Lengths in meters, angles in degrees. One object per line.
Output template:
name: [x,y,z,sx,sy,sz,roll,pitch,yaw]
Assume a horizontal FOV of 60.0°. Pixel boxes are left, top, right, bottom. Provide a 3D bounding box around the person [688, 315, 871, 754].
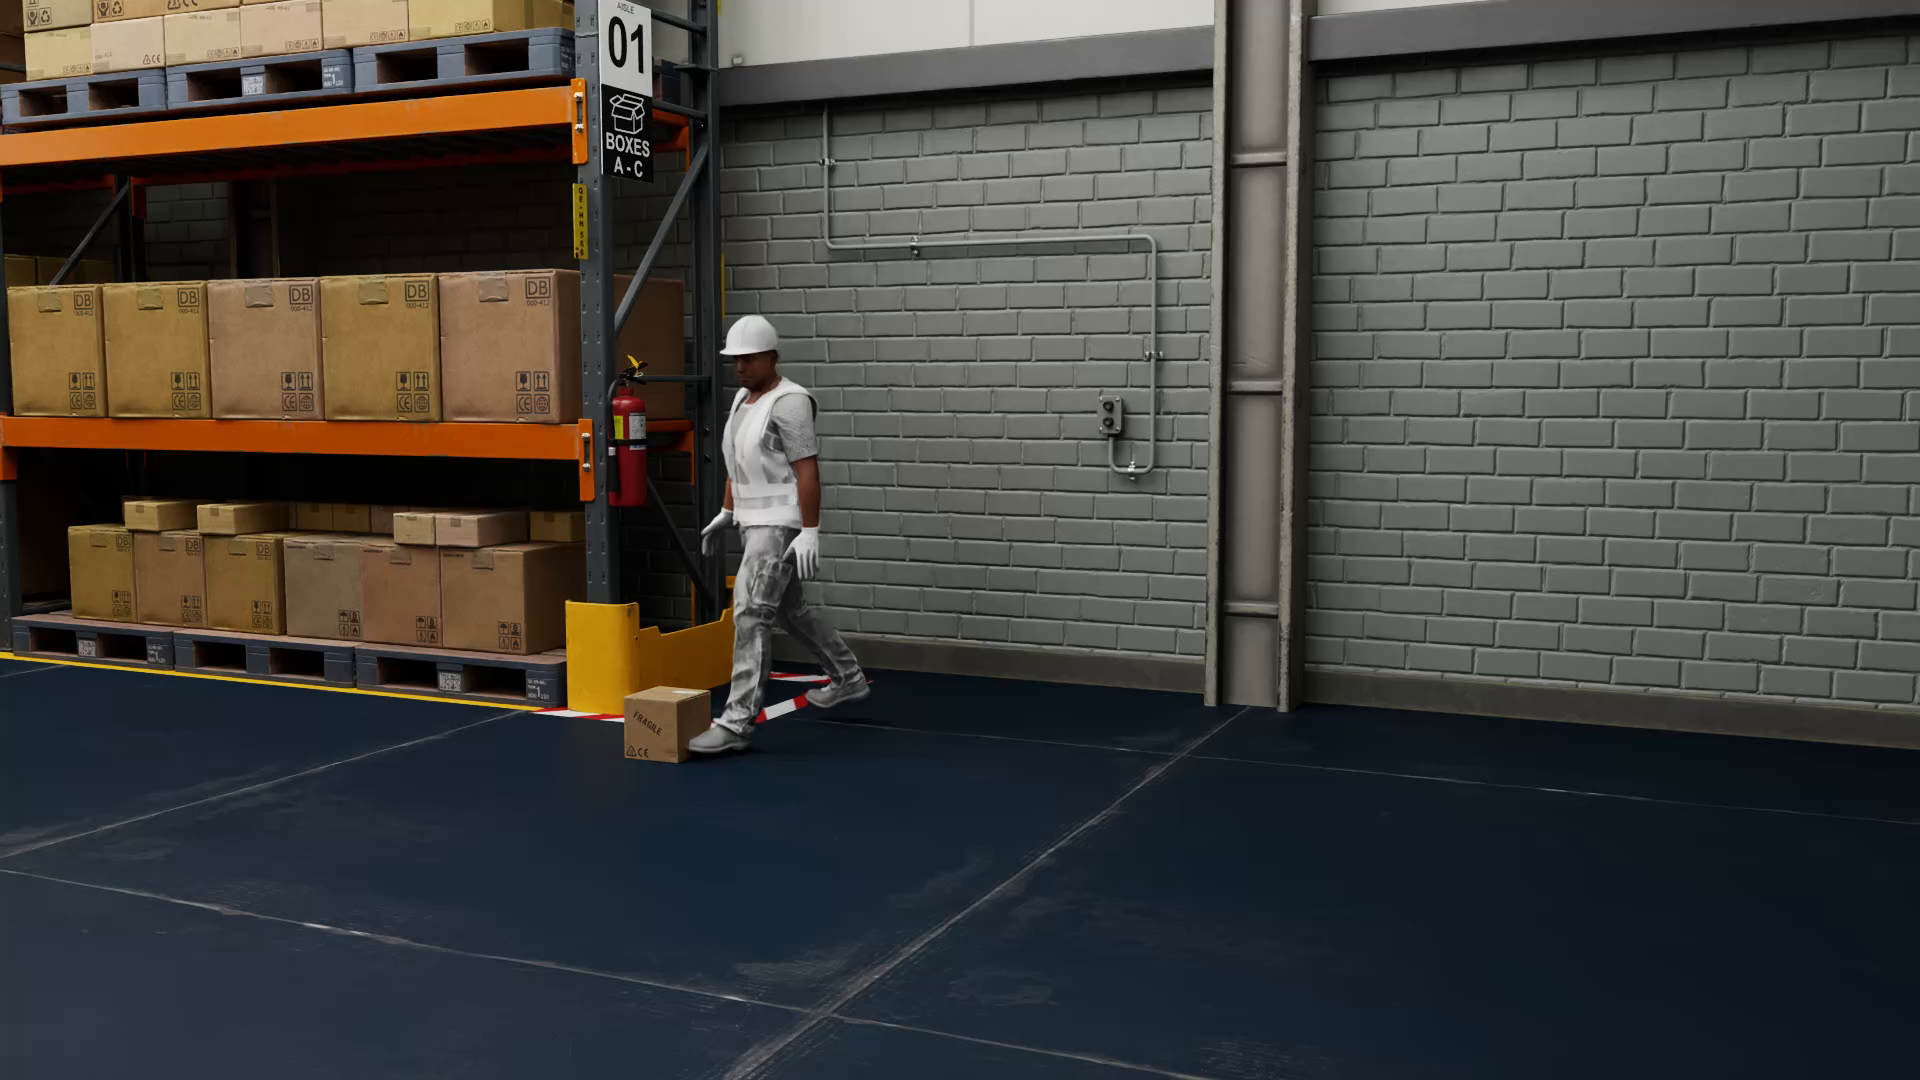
person: [-0.771,-0.049,6.921,0.954,1.754,0.622,-3,6,-26]
